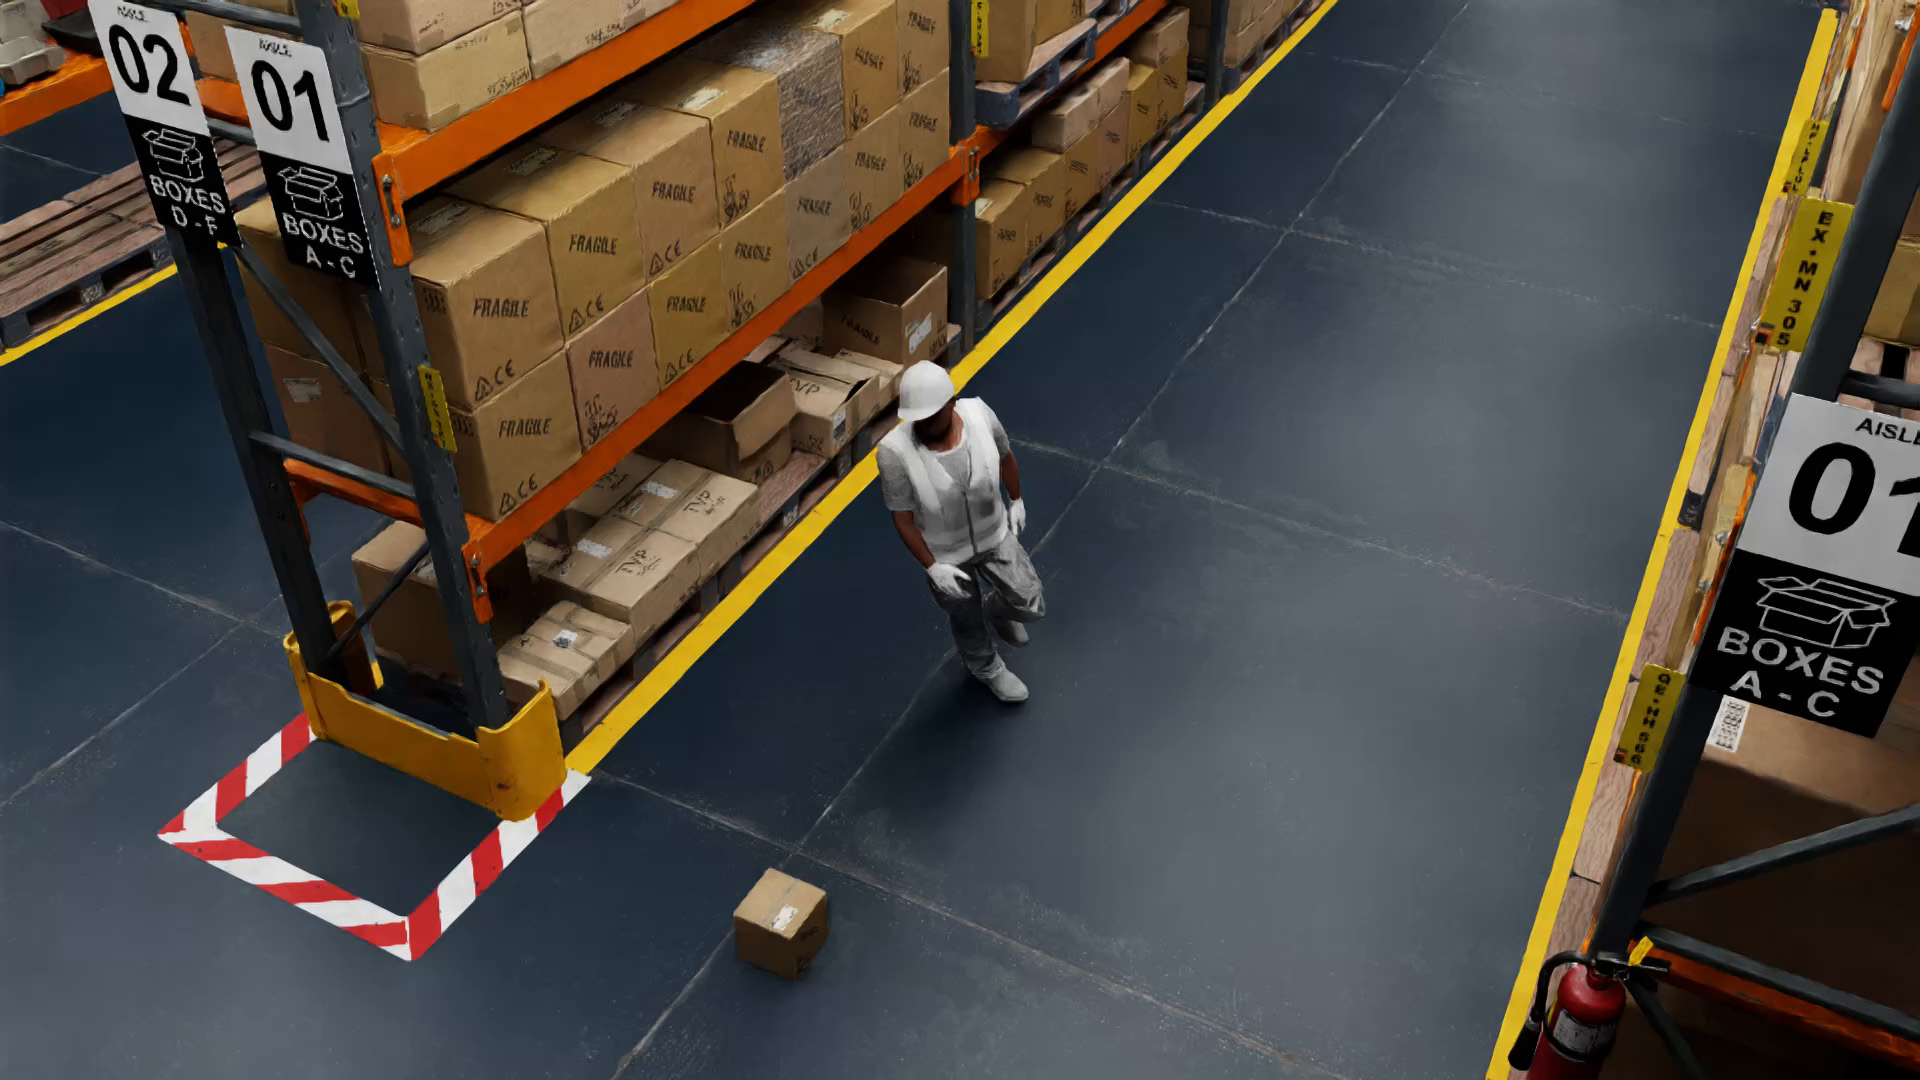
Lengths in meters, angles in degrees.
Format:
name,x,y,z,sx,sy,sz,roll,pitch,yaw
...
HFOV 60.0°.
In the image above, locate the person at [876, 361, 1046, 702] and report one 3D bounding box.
name,x,y,z,sx,sy,sz,roll,pitch,yaw
person,0.033,-0.010,6.753,0.726,1.748,0.511,-18,41,-22
